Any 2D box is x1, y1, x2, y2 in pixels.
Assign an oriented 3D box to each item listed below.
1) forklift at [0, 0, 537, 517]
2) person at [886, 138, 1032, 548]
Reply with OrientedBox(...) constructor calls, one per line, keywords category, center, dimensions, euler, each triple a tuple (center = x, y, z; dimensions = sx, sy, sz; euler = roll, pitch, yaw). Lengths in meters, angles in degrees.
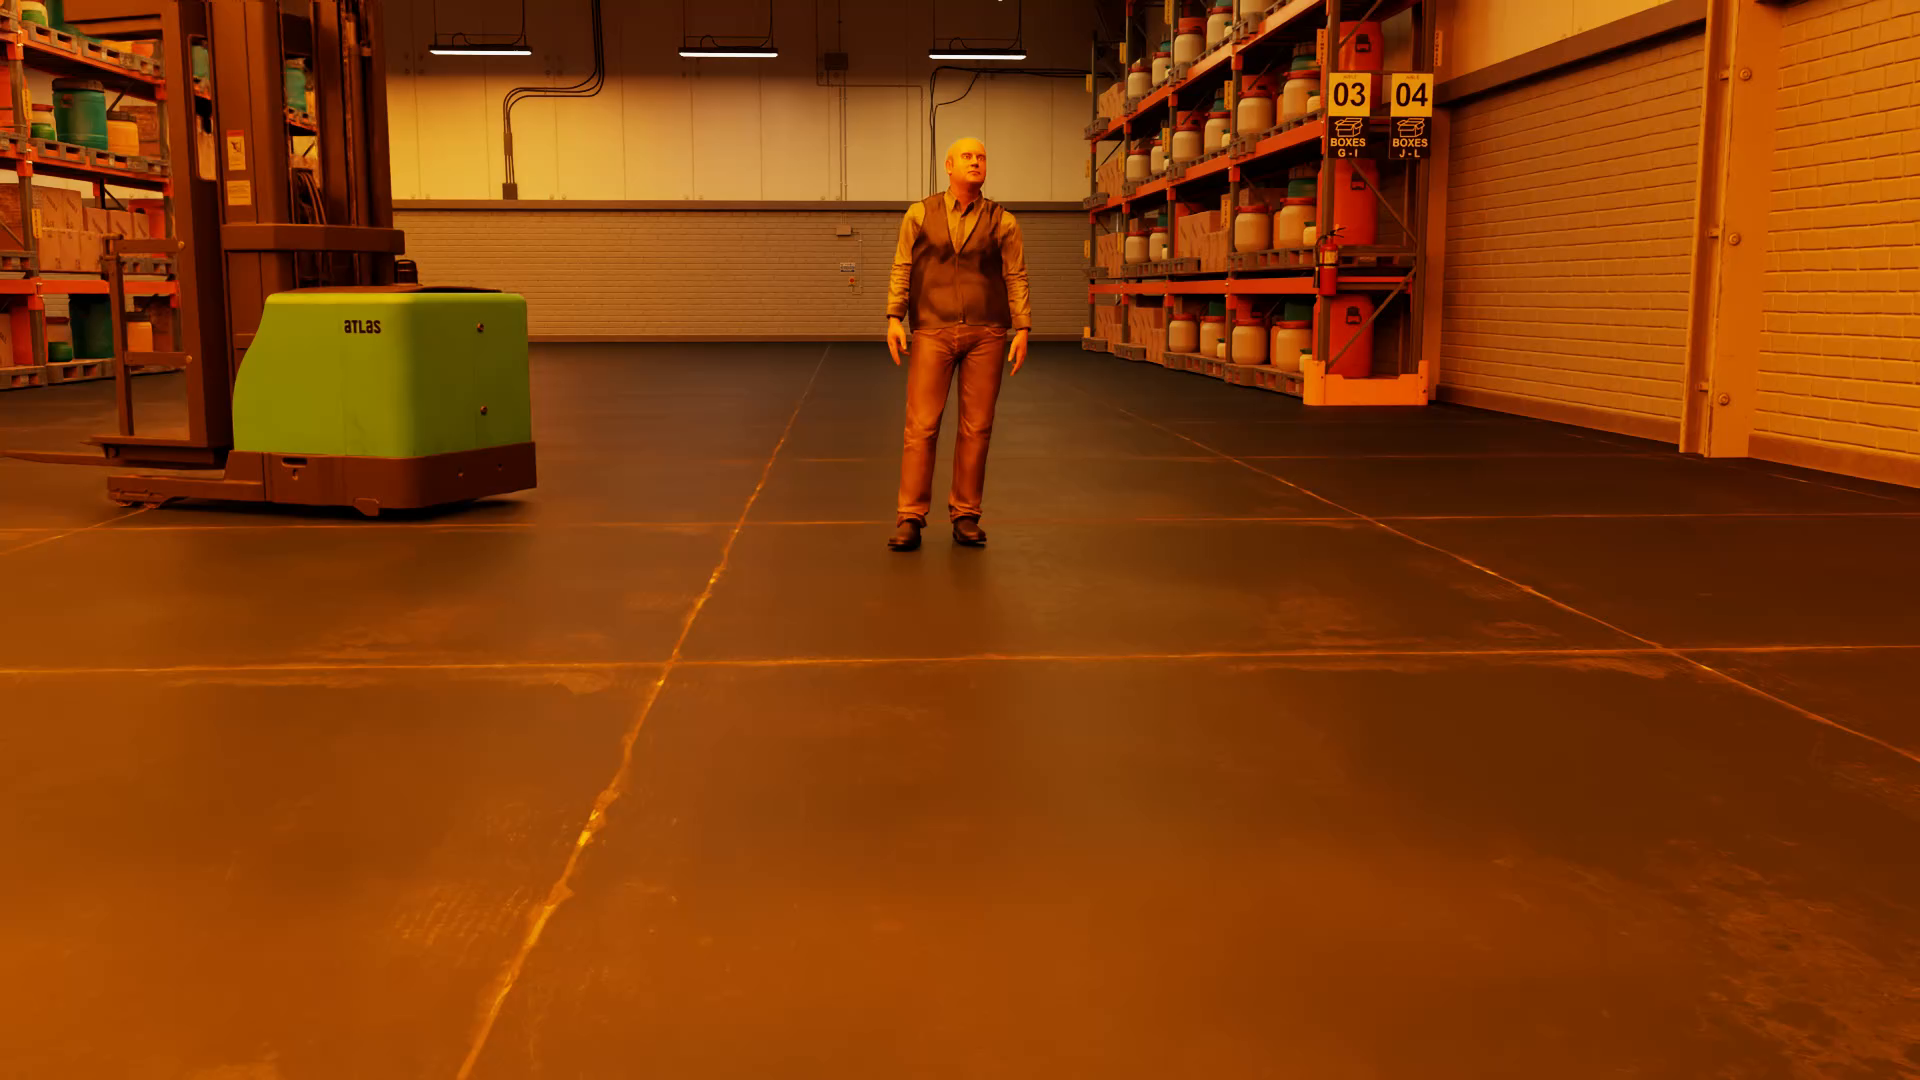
OrientedBox(category="forklift", center=(-3.778, -1.673, 8.600), dimensions=(3.031, 2.935, 1.130), euler=(3, 9, 22))
OrientedBox(category="person", center=(-0.004, -0.850, 7.121), dimensions=(0.632, 1.720, 0.568), euler=(-1, 8, -4))
